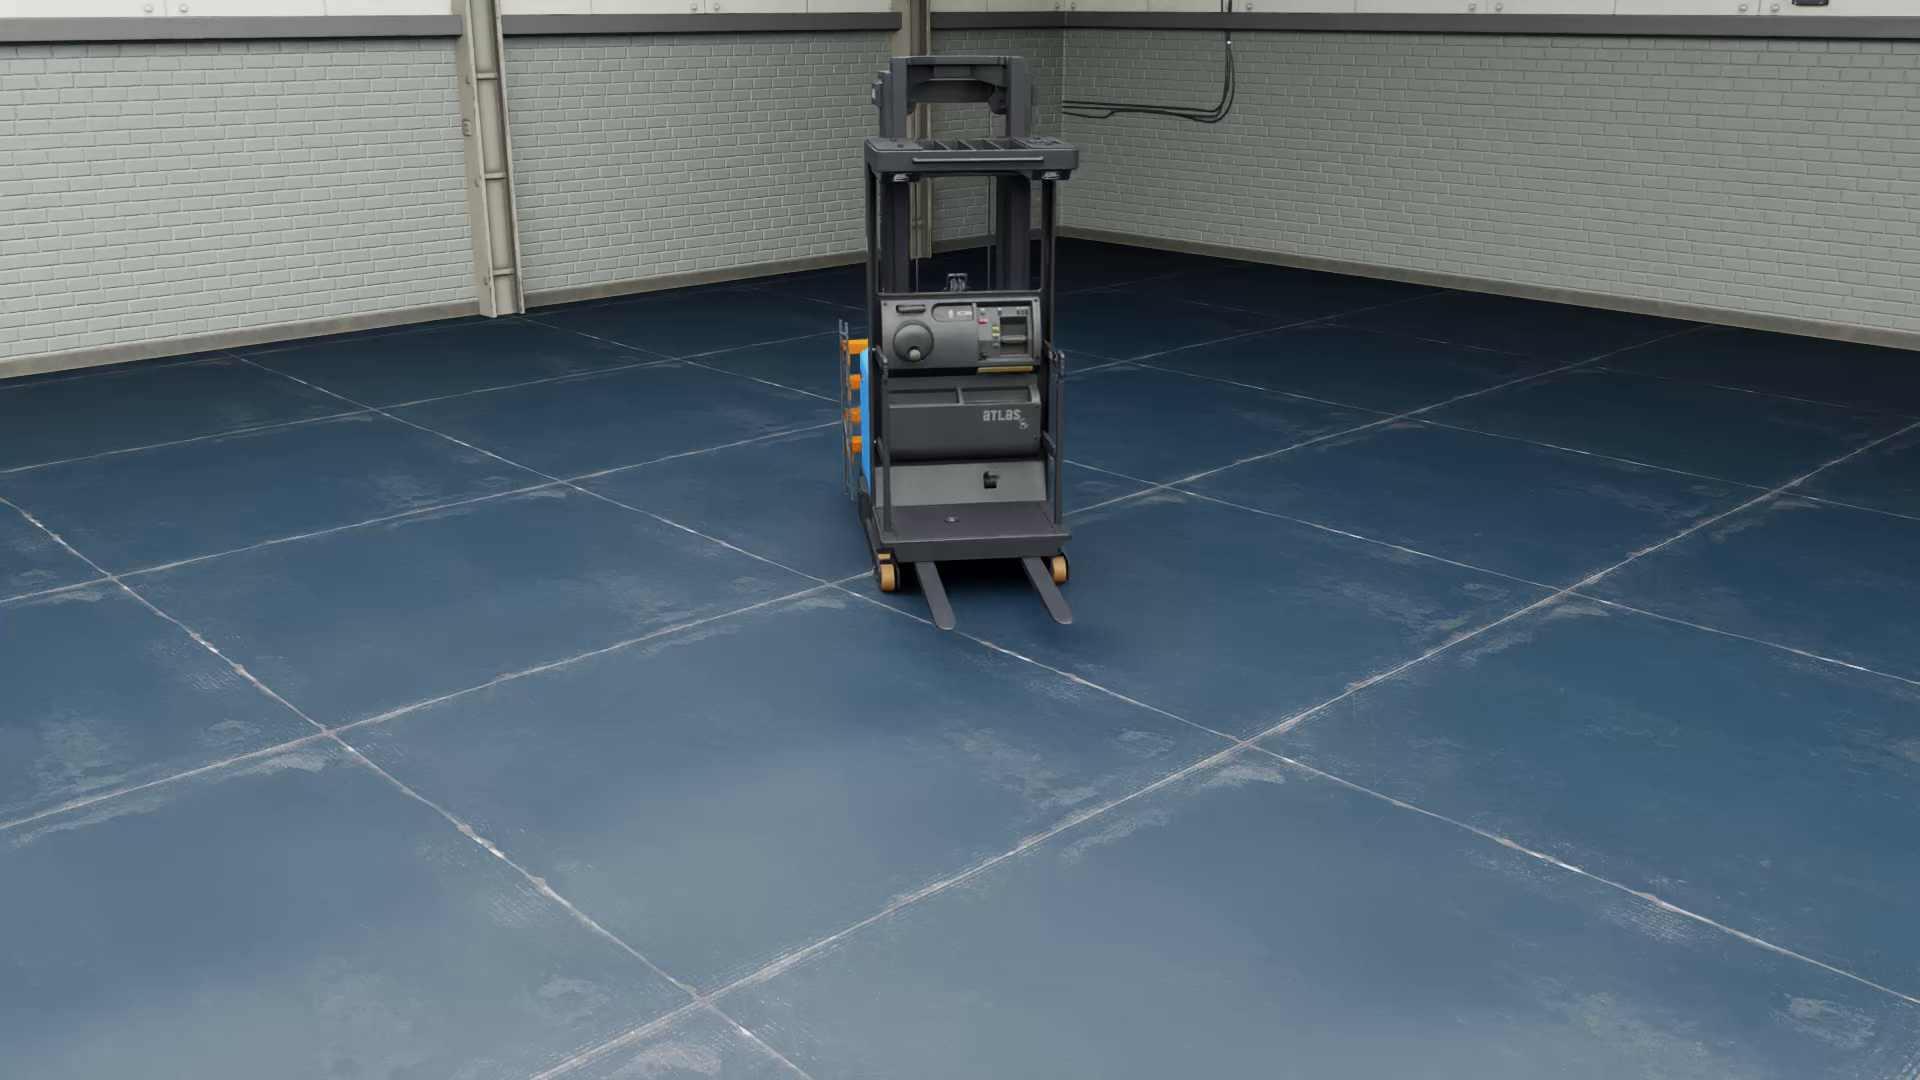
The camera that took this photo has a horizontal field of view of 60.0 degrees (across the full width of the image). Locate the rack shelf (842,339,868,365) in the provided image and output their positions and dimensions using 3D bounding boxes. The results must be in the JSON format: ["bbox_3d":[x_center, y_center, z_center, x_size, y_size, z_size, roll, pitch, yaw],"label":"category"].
[{"bbox_3d":[-0.537,-1.275,11.171,0.480,0.148,0.258,-5,14,-14],"label":"rack shelf"}]

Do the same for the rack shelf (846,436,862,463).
[{"bbox_3d":[-0.524,-0.635,11.324,0.480,0.148,0.258,-5,14,-14],"label":"rack shelf"}]

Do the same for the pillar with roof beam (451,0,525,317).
[{"bbox_3d":[-2.024,-5.782,13.727,0.400,9.000,9.100,-16,24,-41],"label":"pillar with roof beam"}]

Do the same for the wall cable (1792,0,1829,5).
[{"bbox_3d":[8.938,-7.833,14.539,0.169,6.003,2.305,-16,24,-41],"label":"wall cable"}]

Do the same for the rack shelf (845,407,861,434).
[{"bbox_3d":[-0.528,-0.828,11.278,0.480,0.148,0.258,-5,14,-14],"label":"rack shelf"}]

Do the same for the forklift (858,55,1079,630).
[{"bbox_3d":[0.039,-1.208,9.460,1.130,2.935,3.031,-2,18,-7],"label":"forklift"}]

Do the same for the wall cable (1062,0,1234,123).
[{"bbox_3d":[2.427,-6.869,22.114,0.112,2.526,3.097,-16,24,-41],"label":"wall cable"}]

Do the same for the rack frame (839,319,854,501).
[{"bbox_3d":[-0.765,-0.874,11.204,0.015,1.200,0.240,-5,14,-14],"label":"rack frame"}]

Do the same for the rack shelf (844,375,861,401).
[{"bbox_3d":[-0.532,-1.045,11.226,0.480,0.148,0.258,-5,14,-14],"label":"rack shelf"}]

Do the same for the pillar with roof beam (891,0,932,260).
[{"bbox_3d":[2.336,-7.053,17.648,0.400,9.000,9.100,-16,24,-41],"label":"pillar with roof beam"}]

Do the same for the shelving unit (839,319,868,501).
[{"bbox_3d":[-0.529,-0.893,11.262,0.503,1.200,0.258,-5,14,-14],"label":"shelving unit"}]
